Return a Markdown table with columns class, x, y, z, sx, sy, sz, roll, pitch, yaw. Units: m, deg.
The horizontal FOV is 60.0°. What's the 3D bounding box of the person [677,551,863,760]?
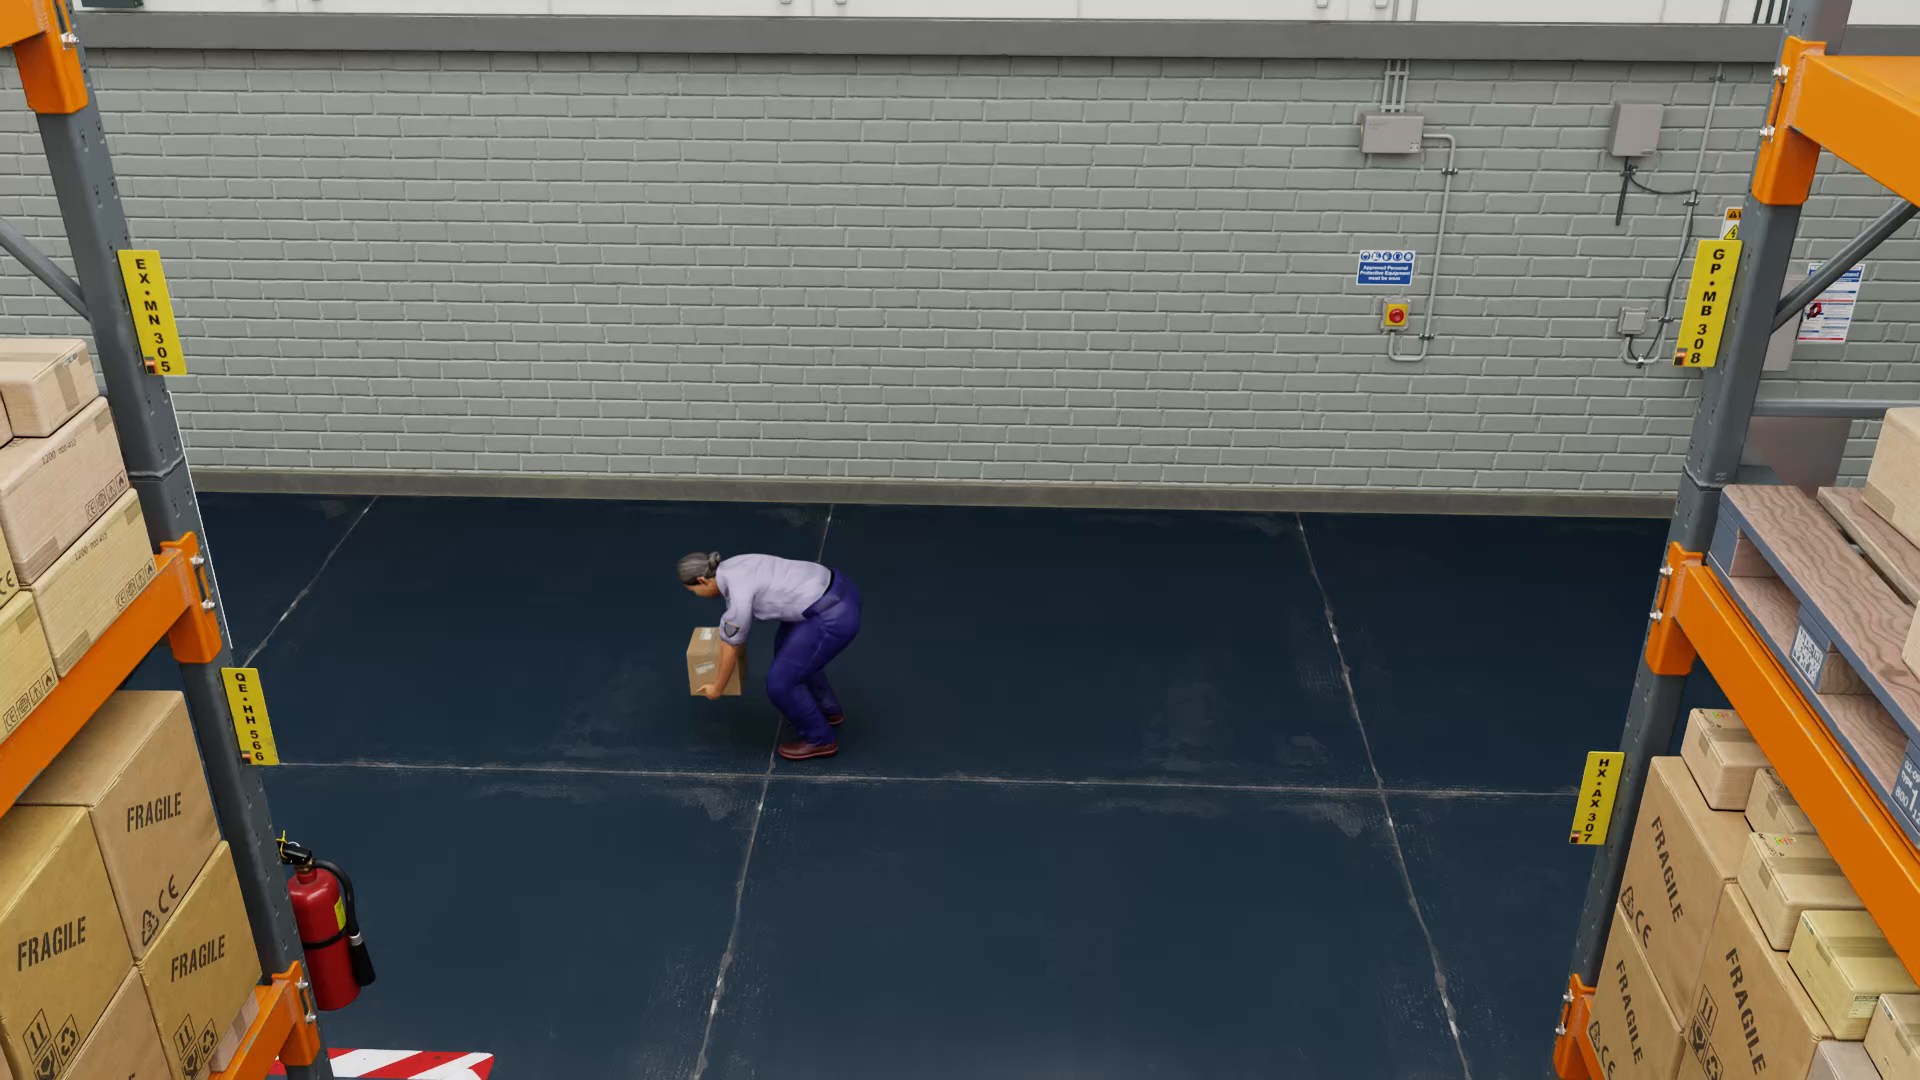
| class | x | y | z | sx | sy | sz | roll | pitch | yaw |
| --- | --- | --- | --- | --- | --- | --- | --- | --- | --- |
| person | -0.922 | 0.533 | 8.243 | 0.885 | 1.085 | 0.502 | 0 | 28 | 0 |
